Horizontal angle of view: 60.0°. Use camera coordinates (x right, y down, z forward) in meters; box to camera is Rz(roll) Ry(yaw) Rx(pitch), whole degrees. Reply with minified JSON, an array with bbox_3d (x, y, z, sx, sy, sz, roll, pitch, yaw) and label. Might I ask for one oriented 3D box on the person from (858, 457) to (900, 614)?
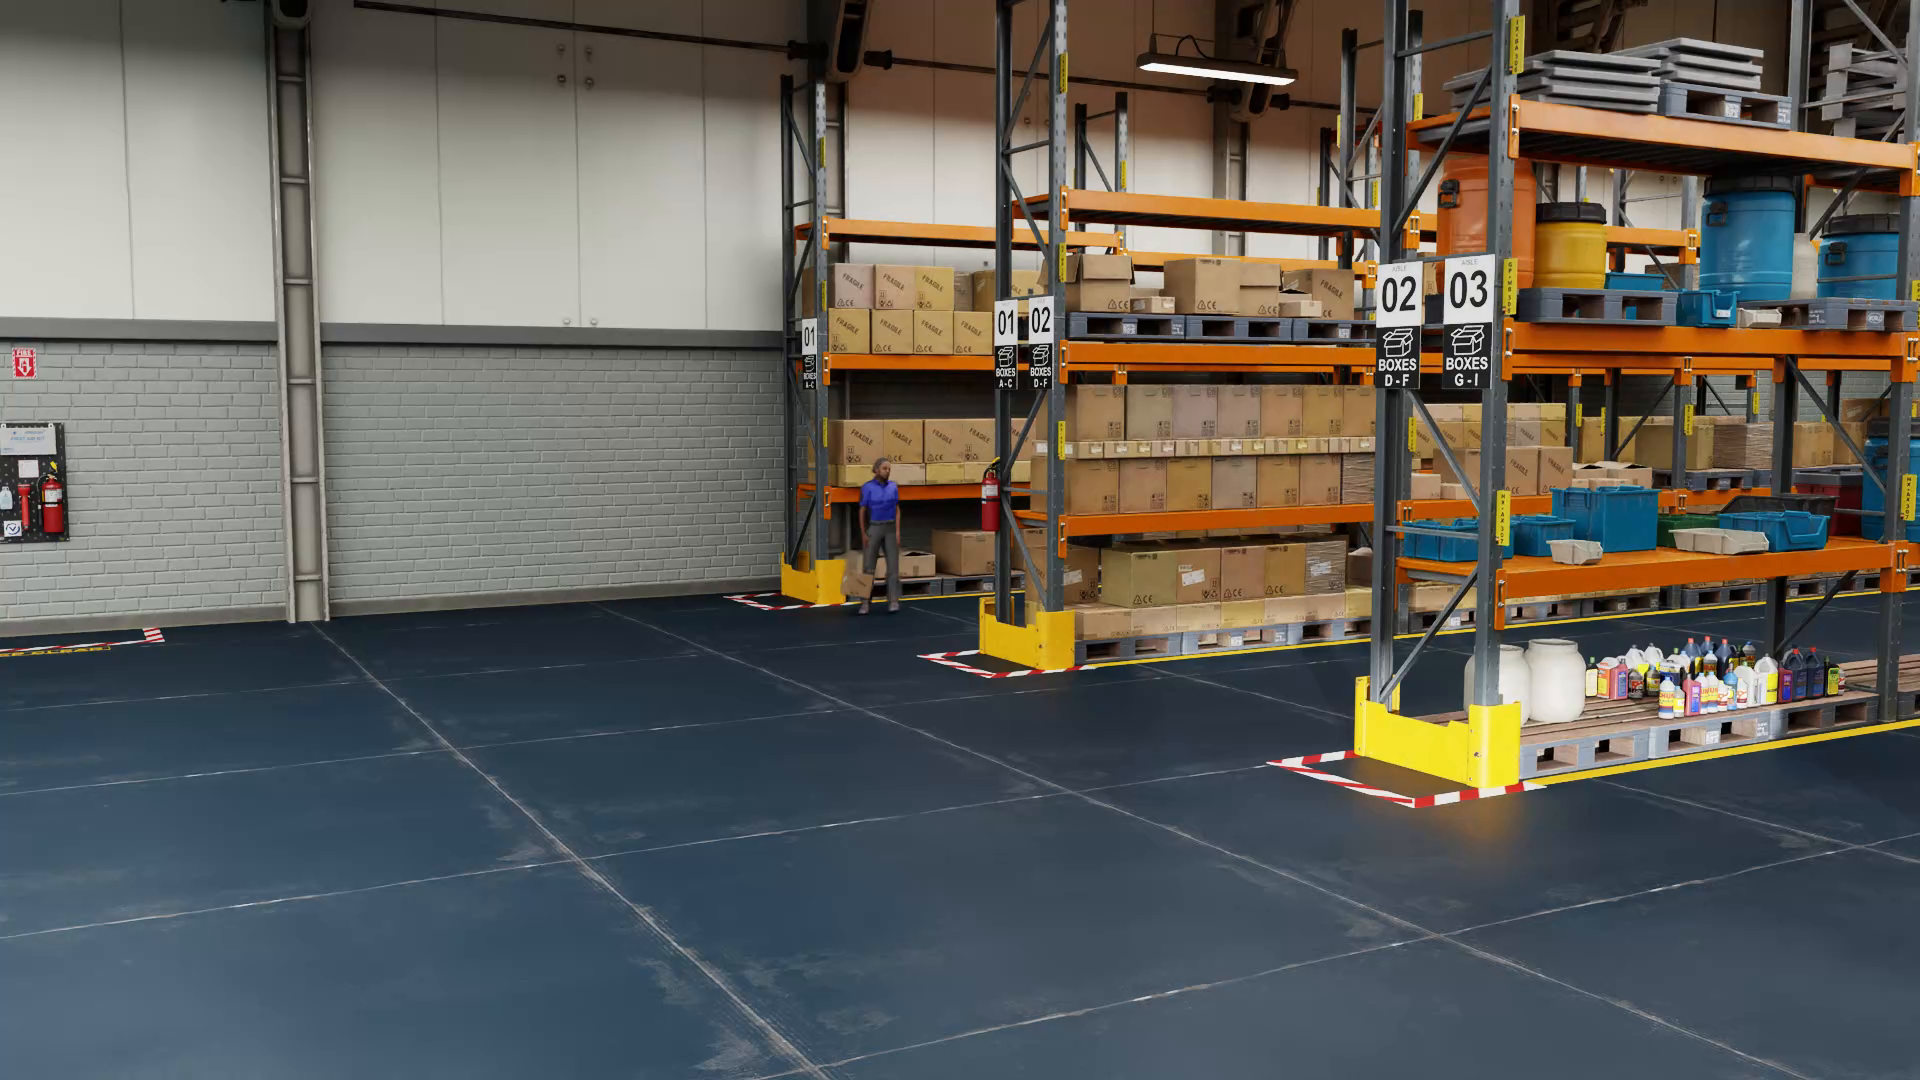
[{"bbox_3d":[-0.865,-0.049,17.838,0.502,1.668,0.441,-2,6,-24],"label":"person"}]
